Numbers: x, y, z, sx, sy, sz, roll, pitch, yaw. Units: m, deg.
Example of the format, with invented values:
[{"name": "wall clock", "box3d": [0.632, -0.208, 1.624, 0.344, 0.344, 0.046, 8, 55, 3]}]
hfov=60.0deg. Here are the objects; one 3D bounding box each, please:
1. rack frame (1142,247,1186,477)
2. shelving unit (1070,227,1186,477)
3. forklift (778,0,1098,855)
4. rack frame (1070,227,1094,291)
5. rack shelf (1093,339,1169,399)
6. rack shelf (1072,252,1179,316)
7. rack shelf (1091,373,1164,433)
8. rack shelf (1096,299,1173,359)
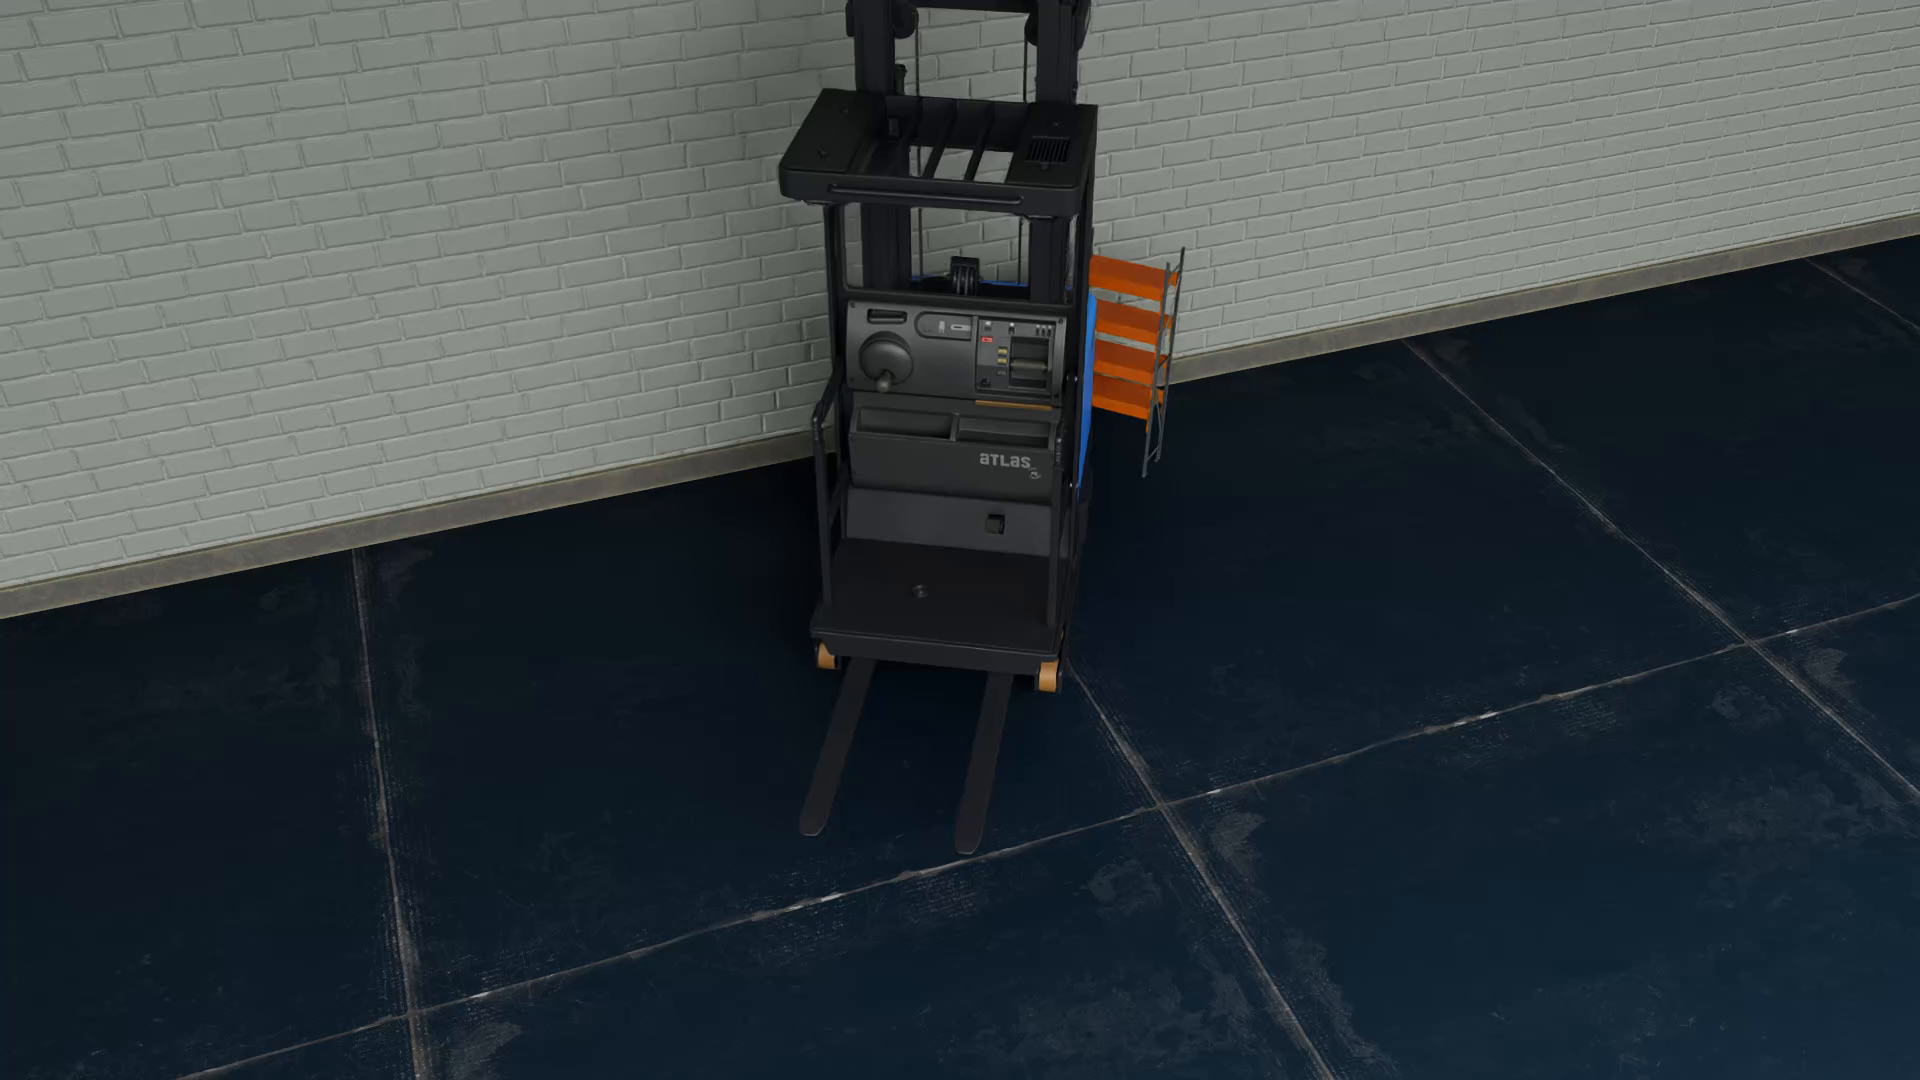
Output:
[{"name": "rack frame", "box3d": [1.036, -0.893, 8.481, 0.015, 1.200, 0.240, 16, 34, 20]}, {"name": "shelving unit", "box3d": [0.816, -0.957, 8.566, 0.503, 1.200, 0.258, 16, 34, 20]}, {"name": "forklift", "box3d": [-0.051, -0.724, 6.836, 1.130, 2.935, 3.031, 5, 37, 7]}, {"name": "rack frame", "box3d": [0.597, -1.021, 8.651, 0.015, 1.200, 0.240, 16, 34, 20]}, {"name": "rack shelf", "box3d": [0.813, -0.900, 8.601, 0.480, 0.148, 0.258, 16, 34, 20]}, {"name": "rack shelf", "box3d": [0.833, -1.290, 8.357, 0.480, 0.148, 0.258, 16, 34, 20]}, {"name": "rack shelf", "box3d": [0.805, -0.732, 8.707, 0.480, 0.148, 0.258, 16, 34, 20]}, {"name": "rack shelf", "box3d": [0.823, -1.090, 8.483, 0.480, 0.148, 0.258, 16, 34, 20]}]
